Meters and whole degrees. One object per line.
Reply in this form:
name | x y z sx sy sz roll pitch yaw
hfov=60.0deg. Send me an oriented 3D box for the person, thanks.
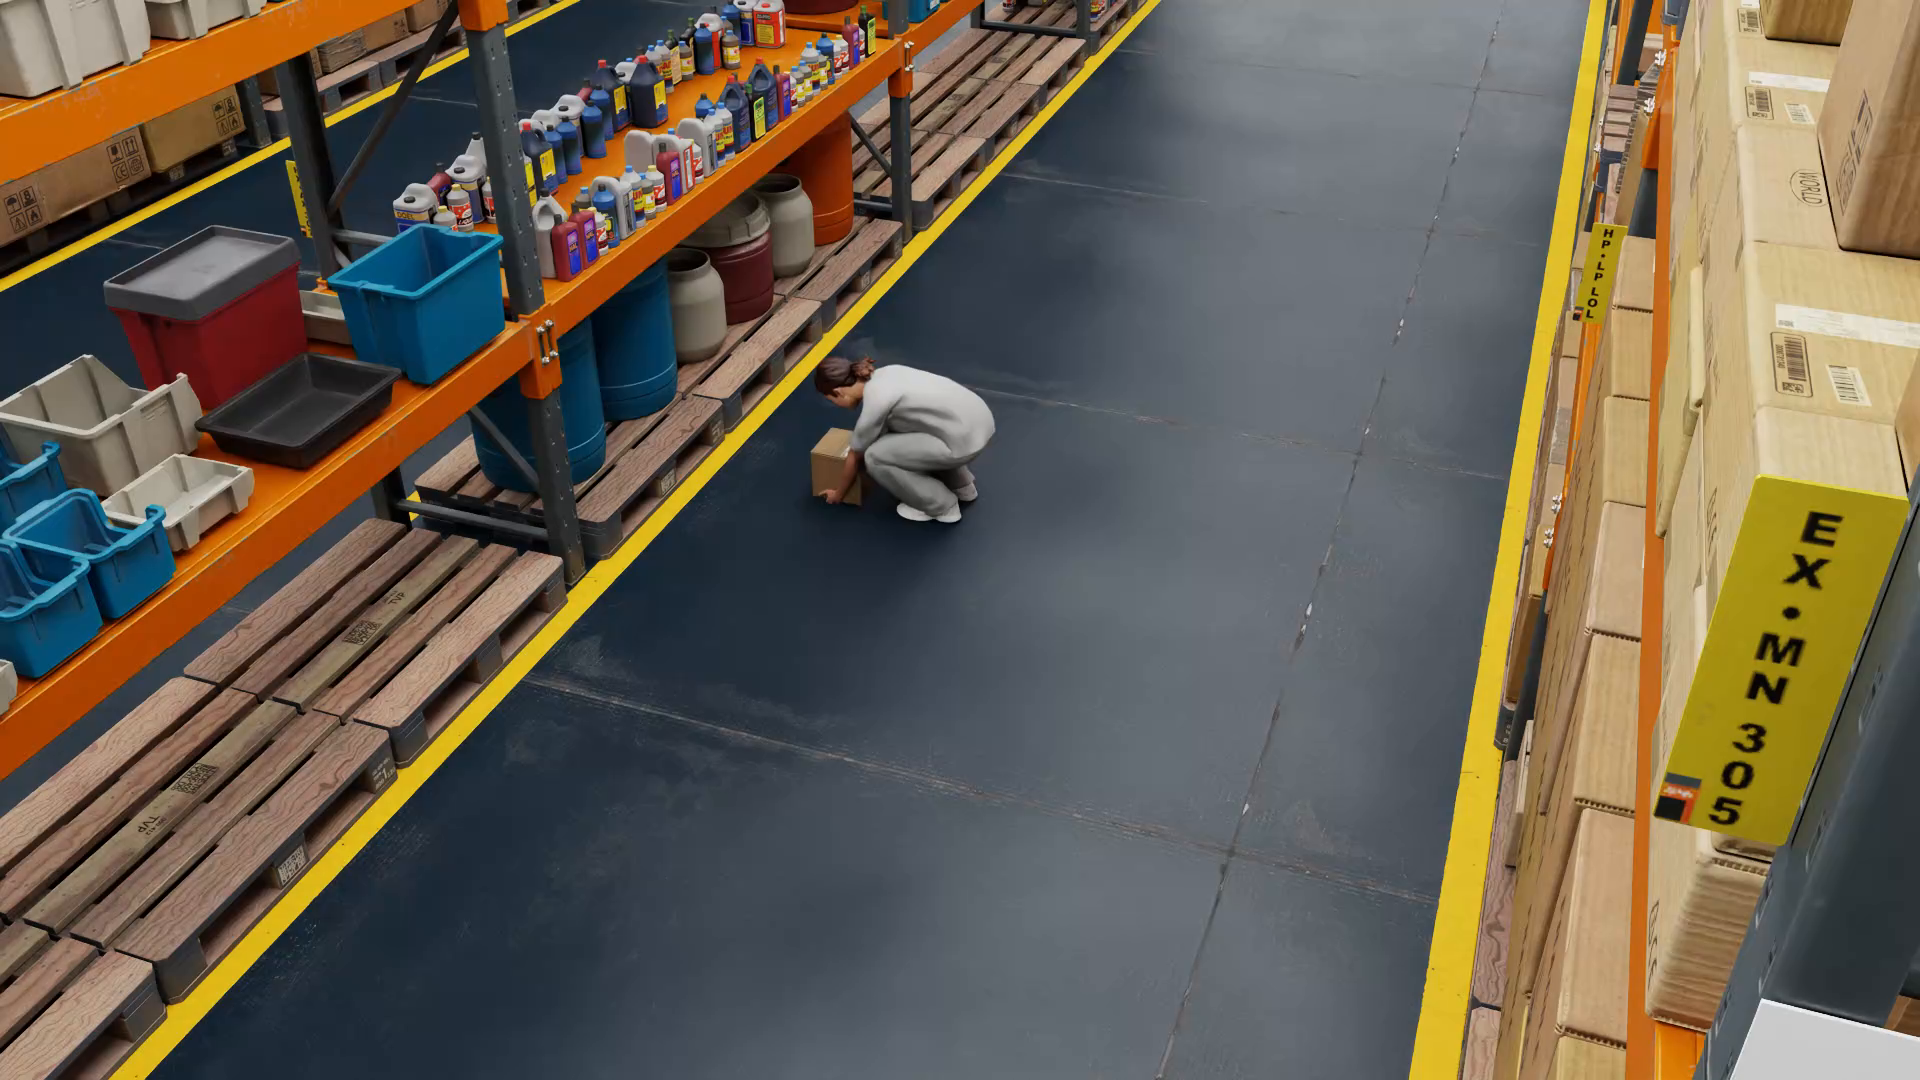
person | -0.260 -0.471 7.769 0.841 0.793 0.468 11 35 16
